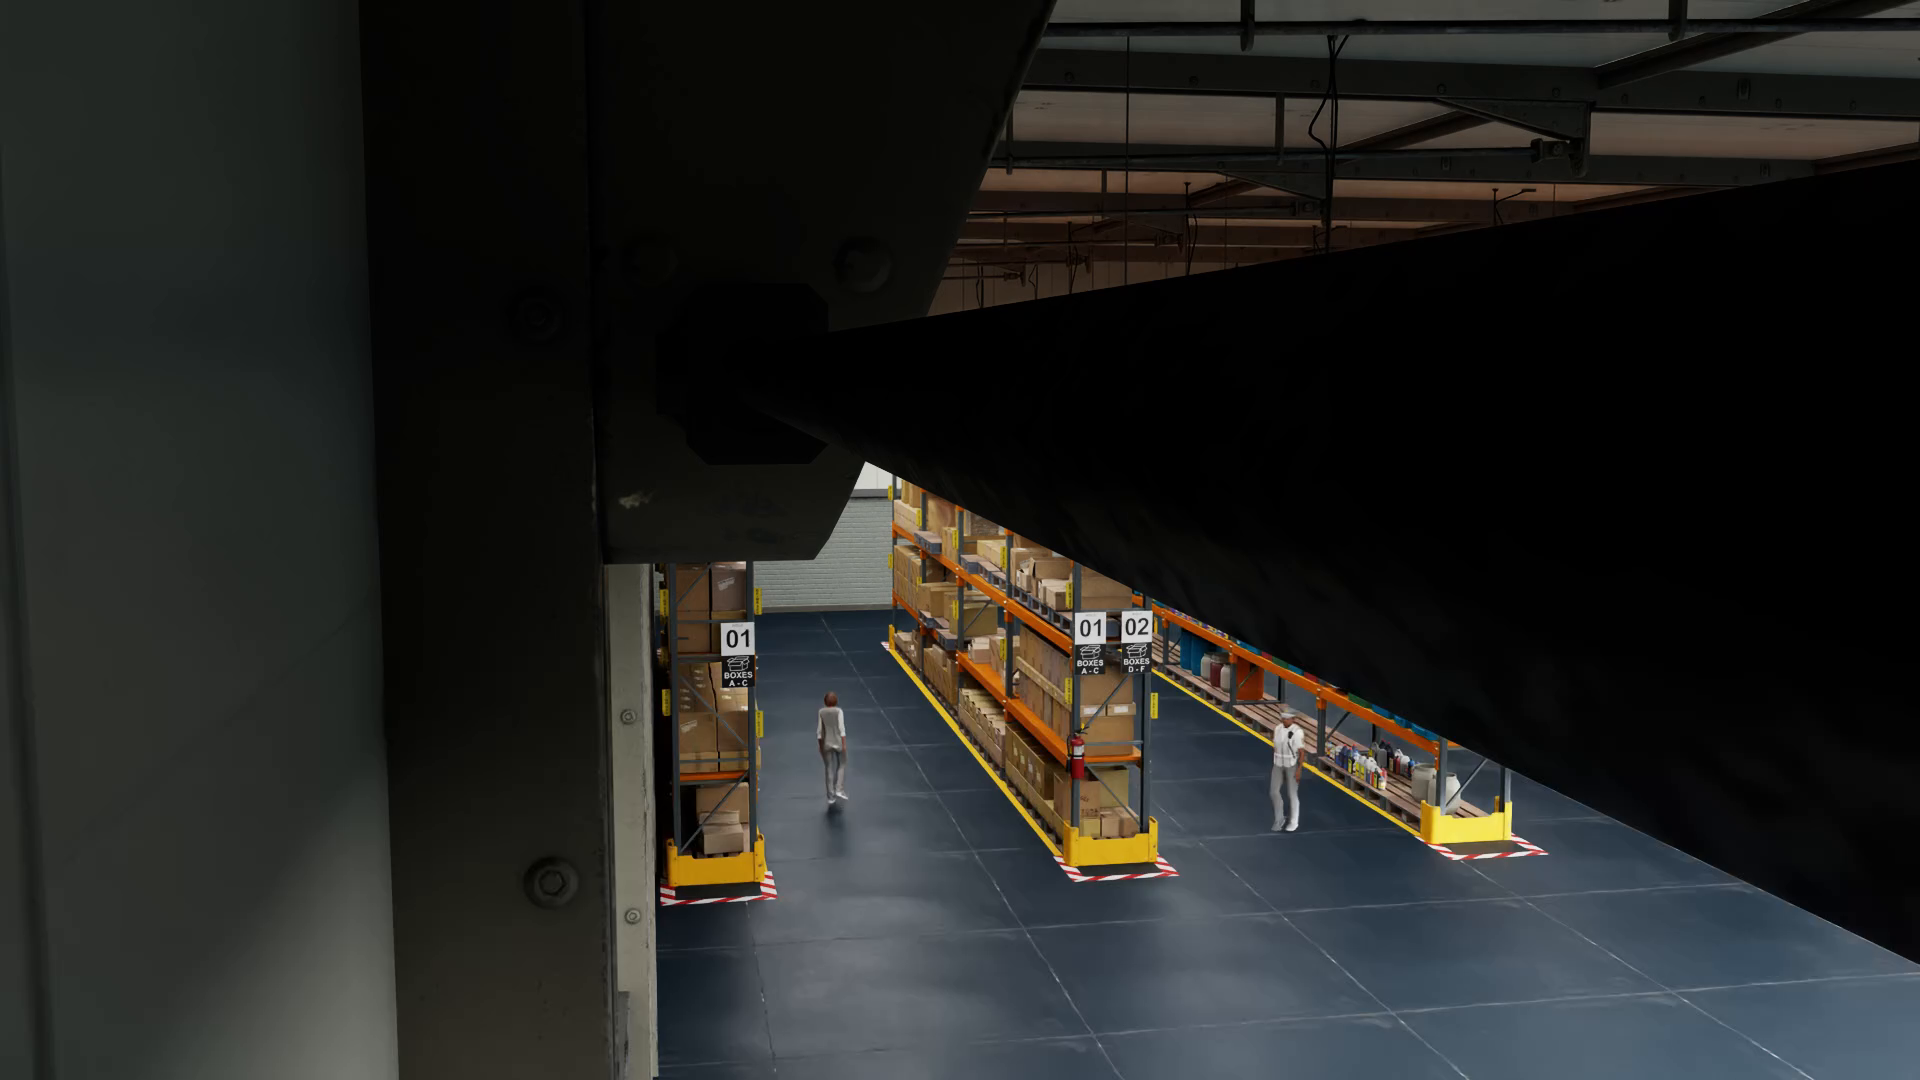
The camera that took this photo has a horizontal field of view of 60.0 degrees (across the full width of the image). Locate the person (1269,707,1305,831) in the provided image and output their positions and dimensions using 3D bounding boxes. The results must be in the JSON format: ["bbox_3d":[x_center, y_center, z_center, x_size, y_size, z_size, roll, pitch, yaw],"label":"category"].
[{"bbox_3d":[4.407,3.117,22.393,0.513,1.770,0.369,5,8,41],"label":"person"}]

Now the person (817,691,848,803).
[{"bbox_3d":[-1.844,2.976,23.810,0.432,1.610,0.513,0,6,1],"label":"person"}]
